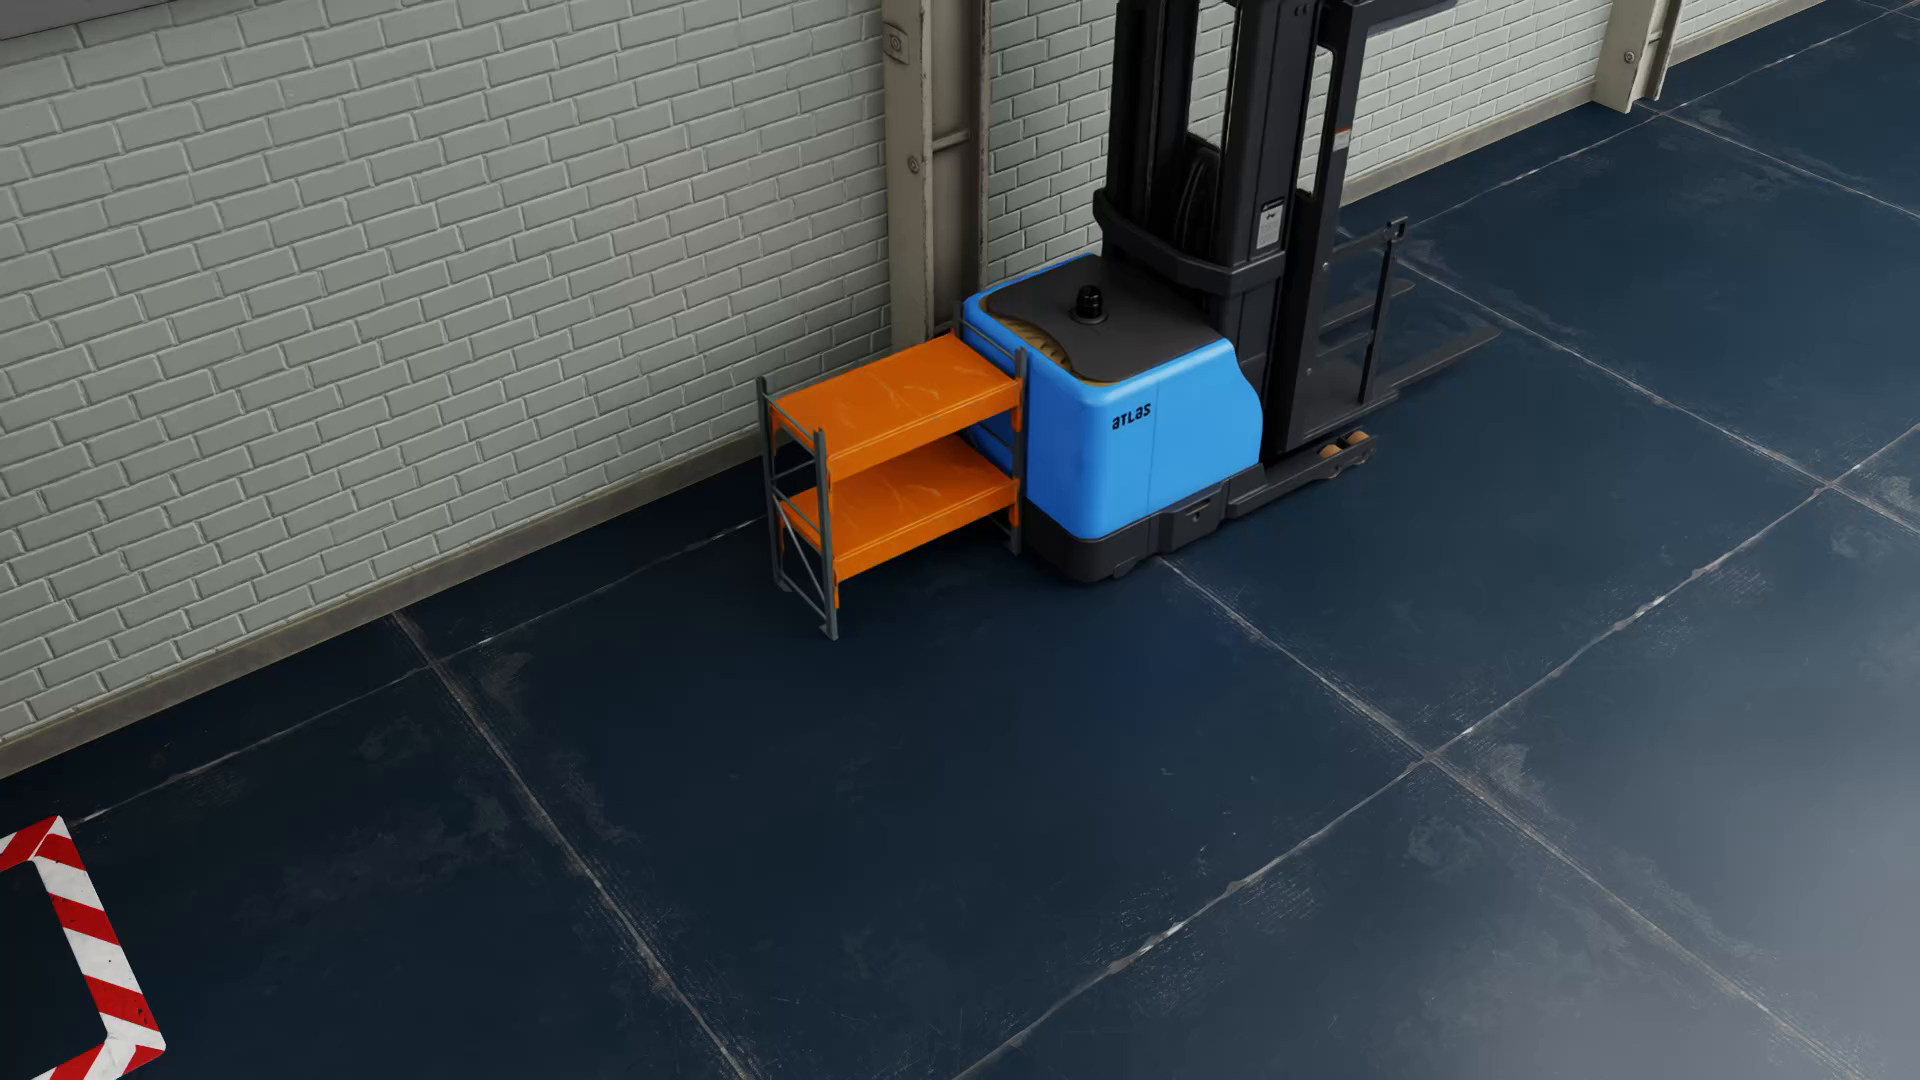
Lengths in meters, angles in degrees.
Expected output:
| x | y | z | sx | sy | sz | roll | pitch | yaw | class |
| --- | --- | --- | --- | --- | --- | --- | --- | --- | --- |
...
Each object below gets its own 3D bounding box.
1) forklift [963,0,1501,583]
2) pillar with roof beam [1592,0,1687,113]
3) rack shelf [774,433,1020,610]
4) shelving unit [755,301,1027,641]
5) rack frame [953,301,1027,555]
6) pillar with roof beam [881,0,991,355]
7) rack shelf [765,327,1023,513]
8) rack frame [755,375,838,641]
| x | y | z | sx | sy | sz | roll | pitch | yaw | class |
| --- | --- | --- | --- | --- | --- | --- | --- | --- | --- |
| 1.475 | -1.688 | 7.630 | 3.031 | 2.935 | 1.130 | -25 | 45 | -27 | forklift |
| 7.274 | -4.409 | 6.163 | 0.400 | 9.000 | 9.100 | -26 | 46 | -28 | pillar with roof beam |
| -0.284 | -0.121 | 7.530 | 1.000 | 0.278 | 0.538 | -25 | 45 | -27 | rack shelf |
| -0.284 | -0.310 | 7.375 | 1.048 | 1.125 | 0.538 | -25 | 45 | -27 | shelving unit |
| 0.128 | -0.498 | 7.604 | 0.032 | 1.125 | 0.500 | -25 | 45 | -27 | rack frame |
| 2.517 | -2.090 | 3.336 | 0.400 | 9.000 | 9.100 | -26 | 46 | -28 | pillar with roof beam |
| -0.284 | -0.536 | 7.189 | 1.000 | 0.278 | 0.538 | -25 | 45 | -27 | rack shelf |
| -0.697 | -0.122 | 7.145 | 0.032 | 1.125 | 0.500 | -25 | 45 | -27 | rack frame |
